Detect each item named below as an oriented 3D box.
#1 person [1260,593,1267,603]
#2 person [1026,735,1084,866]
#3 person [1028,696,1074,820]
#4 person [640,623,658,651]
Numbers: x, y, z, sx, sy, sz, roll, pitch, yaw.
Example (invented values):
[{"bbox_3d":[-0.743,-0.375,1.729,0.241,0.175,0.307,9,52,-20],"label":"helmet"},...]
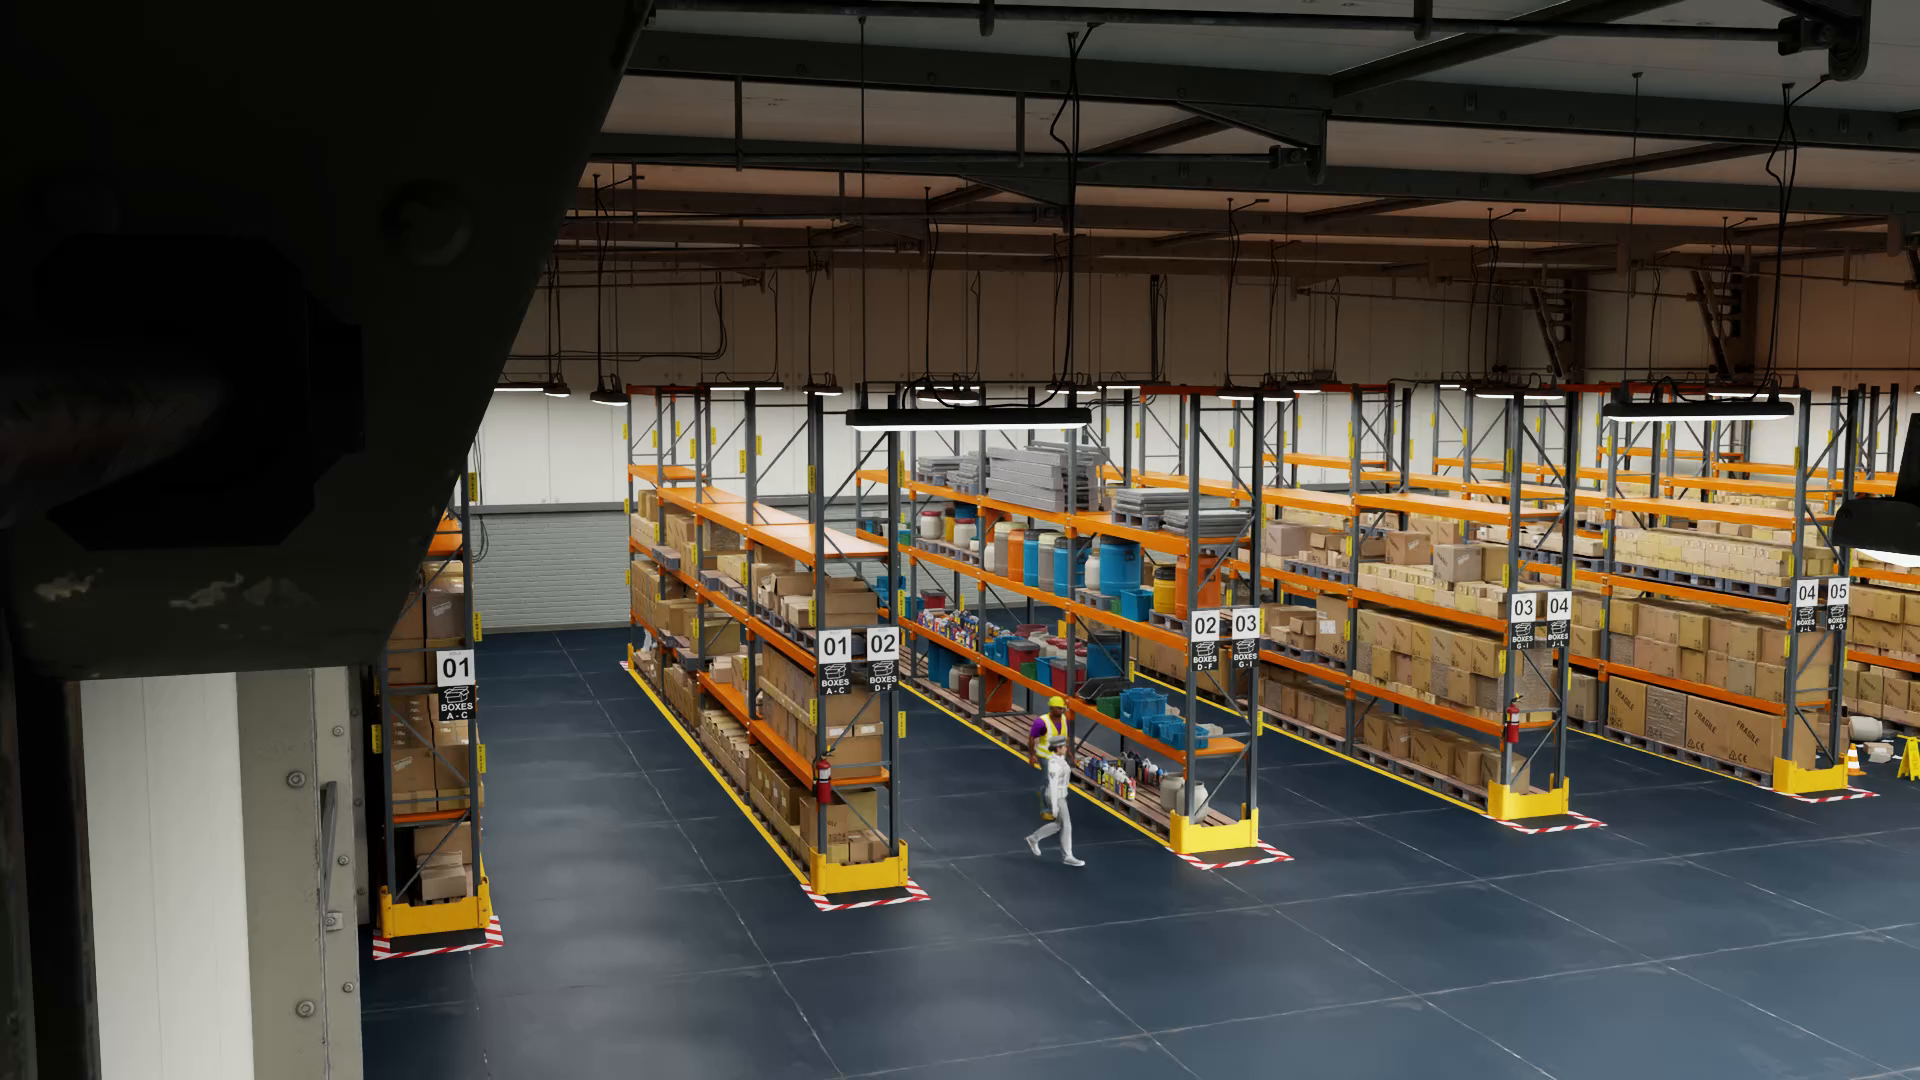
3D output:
[{"bbox_3d":[6.290,1.946,34.552,0.441,1.675,0.590,-3,7,-29],"label":"person"},{"bbox_3d":[1.238,3.300,21.268,0.758,1.654,0.529,1,6,12],"label":"person"},{"bbox_3d":[1.235,3.047,23.500,0.627,1.744,0.659,-4,7,-36],"label":"person"},{"bbox_3d":[-6.881,1.641,37.043,0.597,1.751,1.058,2,6,21],"label":"person"}]
